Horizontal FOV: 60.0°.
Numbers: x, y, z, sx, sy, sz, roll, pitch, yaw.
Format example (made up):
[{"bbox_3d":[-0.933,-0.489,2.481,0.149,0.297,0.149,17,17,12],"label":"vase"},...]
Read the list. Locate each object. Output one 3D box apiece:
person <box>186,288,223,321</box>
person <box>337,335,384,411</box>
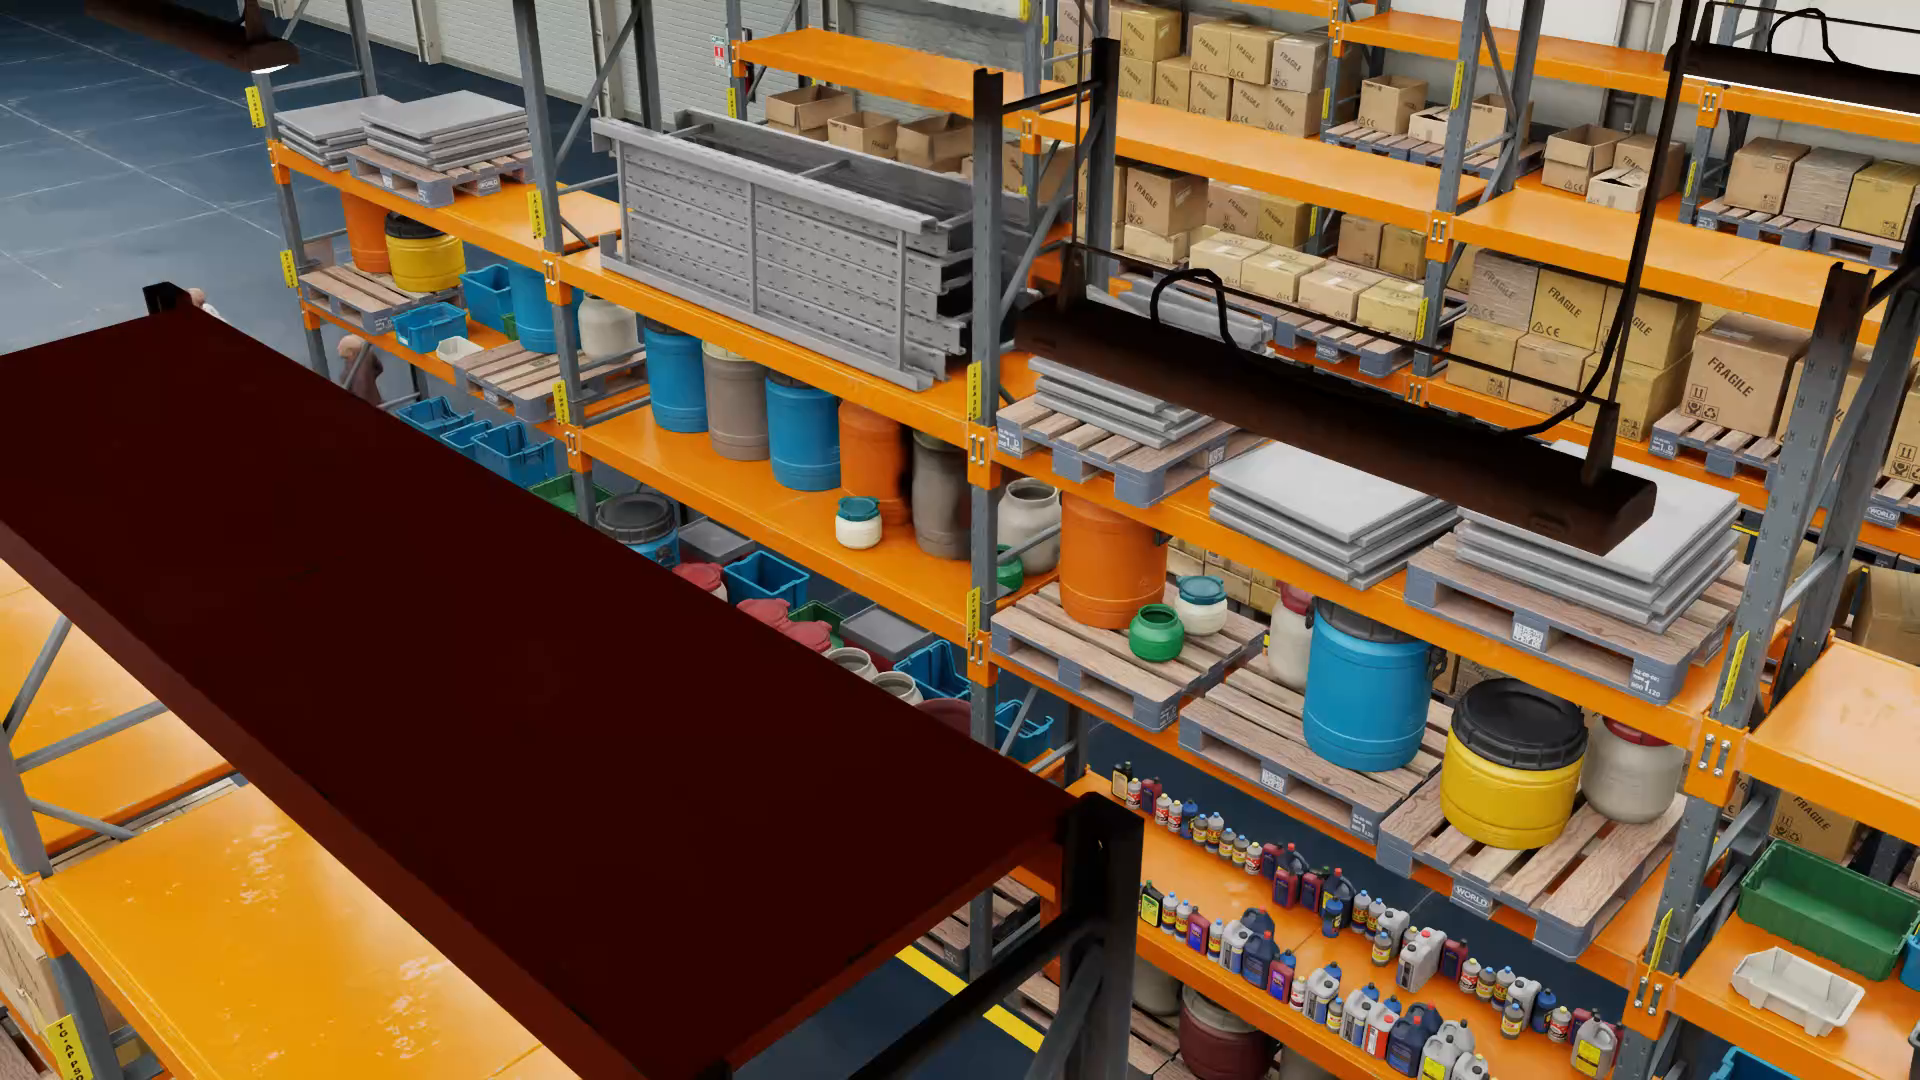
[{"bbox_3d":[-8.070,-1.868,17.779,0.572,1.738,0.775,-9,31,-16],"label":"person"},{"bbox_3d":[-5.933,-1.274,16.775,0.778,1.739,0.754,-2,29,-3],"label":"person"}]
